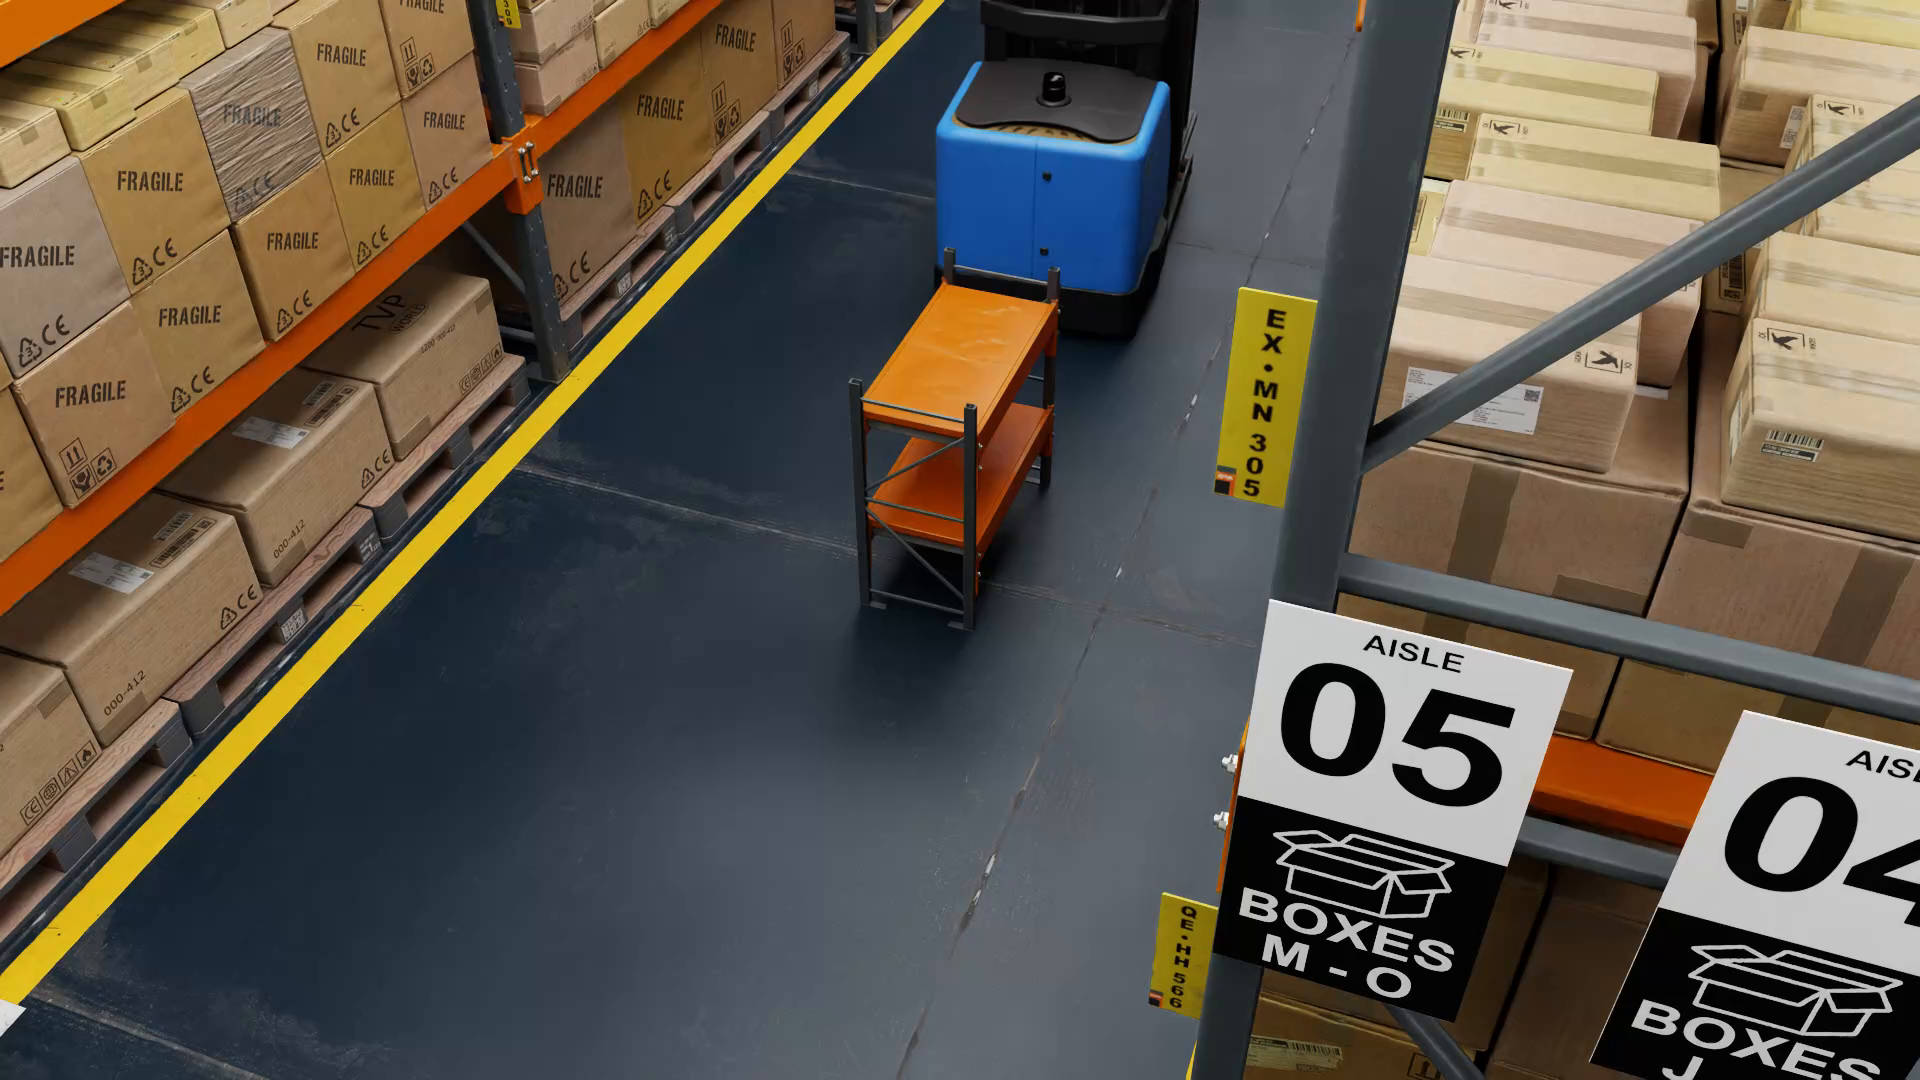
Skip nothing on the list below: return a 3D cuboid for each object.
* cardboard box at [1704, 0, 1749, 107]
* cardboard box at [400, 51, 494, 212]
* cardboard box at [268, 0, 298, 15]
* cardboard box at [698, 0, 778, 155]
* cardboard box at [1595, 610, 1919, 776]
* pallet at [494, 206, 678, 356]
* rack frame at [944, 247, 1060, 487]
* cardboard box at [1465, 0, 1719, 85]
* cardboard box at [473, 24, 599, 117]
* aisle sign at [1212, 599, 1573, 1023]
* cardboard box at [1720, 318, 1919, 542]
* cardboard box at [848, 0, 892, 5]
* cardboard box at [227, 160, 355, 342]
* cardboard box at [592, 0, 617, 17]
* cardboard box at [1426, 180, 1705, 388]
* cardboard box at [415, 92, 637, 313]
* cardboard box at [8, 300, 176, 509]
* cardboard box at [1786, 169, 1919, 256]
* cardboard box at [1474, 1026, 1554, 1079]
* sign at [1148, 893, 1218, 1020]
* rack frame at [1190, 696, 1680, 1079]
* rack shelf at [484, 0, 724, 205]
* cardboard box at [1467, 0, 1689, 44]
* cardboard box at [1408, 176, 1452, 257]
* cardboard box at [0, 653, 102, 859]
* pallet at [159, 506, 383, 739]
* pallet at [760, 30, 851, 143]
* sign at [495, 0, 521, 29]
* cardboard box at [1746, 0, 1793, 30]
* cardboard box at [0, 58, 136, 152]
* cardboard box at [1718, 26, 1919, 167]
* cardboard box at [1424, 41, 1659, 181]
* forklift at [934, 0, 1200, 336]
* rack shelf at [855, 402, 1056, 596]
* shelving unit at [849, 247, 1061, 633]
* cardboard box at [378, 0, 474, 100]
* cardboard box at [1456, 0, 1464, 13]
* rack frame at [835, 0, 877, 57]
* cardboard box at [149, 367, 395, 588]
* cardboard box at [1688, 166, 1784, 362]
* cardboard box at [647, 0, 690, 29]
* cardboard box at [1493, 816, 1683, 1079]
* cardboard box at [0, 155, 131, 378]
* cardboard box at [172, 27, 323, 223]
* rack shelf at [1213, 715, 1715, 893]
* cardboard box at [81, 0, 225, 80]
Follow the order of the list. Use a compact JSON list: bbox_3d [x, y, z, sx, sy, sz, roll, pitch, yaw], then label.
[{"bbox_3d":[1.836,-0.982,3.510,0.500,0.250,0.500,12,42,13],"label":"cardboard box"},{"bbox_3d":[-2.329,-1.740,6.902,0.500,0.500,0.500,14,42,15],"label":"cardboard box"},{"bbox_3d":[-2.573,-2.004,5.940,0.380,0.149,0.250,13,42,15],"label":"cardboard box"},{"bbox_3d":[-1.666,-2.887,9.636,0.875,0.875,0.875,14,42,16],"label":"cardboard box"},{"bbox_3d":[1.302,0.134,2.587,0.500,0.250,0.500,15,43,17],"label":"cardboard box"},{"bbox_3d":[-2.217,-1.468,8.808,1.003,0.211,1.213,13,42,15],"label":"pallet"},{"bbox_3d":[0.172,-0.734,7.243,0.500,1.125,0.032,13,42,15],"label":"rack frame"},{"bbox_3d":[1.361,-1.106,3.655,0.500,0.250,0.500,12,42,13],"label":"cardboard box"},{"bbox_3d":[-2.012,-2.195,7.627,0.500,0.250,0.500,12,42,14],"label":"cardboard box"},{"bbox_3d":[0.601,0.424,2.439,0.394,0.787,0.004,13,42,15],"label":"aisle sign"},{"bbox_3d":[1.233,-0.138,2.213,0.380,0.149,0.250,13,42,15],"label":"cardboard box"},{"bbox_3d":[-0.840,-3.984,11.310,0.950,0.372,0.625,11,42,12],"label":"cardboard box"},{"bbox_3d":[-2.658,-1.115,6.169,0.500,0.500,0.500,13,42,14],"label":"cardboard box"},{"bbox_3d":[-1.843,-2.705,7.840,0.500,0.250,0.500,14,42,16],"label":"cardboard box"},{"bbox_3d":[0.902,-0.392,2.511,0.380,0.149,0.250,14,42,16],"label":"cardboard box"},{"bbox_3d":[-2.273,-1.789,8.350,0.875,0.875,0.875,15,43,16],"label":"cardboard box"},{"bbox_3d":[-3.006,-0.490,5.436,0.500,0.500,0.500,13,42,15],"label":"cardboard box"},{"bbox_3d":[1.498,-0.439,2.566,0.380,0.149,0.250,13,42,15],"label":"cardboard box"},{"bbox_3d":[1.321,1.071,3.377,0.500,0.500,0.500,15,43,17],"label":"cardboard box"},{"bbox_3d":[0.393,0.739,2.937,0.100,0.325,0.005,13,42,15],"label":"sign"},{"bbox_3d":[0.908,1.435,3.257,1.000,3.000,0.127,13,42,15],"label":"rack frame"},{"bbox_3d":[-1.726,-2.988,8.995,1.077,0.370,4.000,13,42,15],"label":"rack shelf"},{"bbox_3d":[1.213,-1.033,3.262,0.380,0.149,0.250,14,42,16],"label":"cardboard box"},{"bbox_3d":[1.000,-0.489,2.931,0.500,0.250,0.500,12,42,14],"label":"cardboard box"},{"bbox_3d":[-3.646,0.788,5.666,0.875,0.438,0.875,12,42,14],"label":"cardboard box"},{"bbox_3d":[-3.159,0.212,6.839,1.003,0.211,1.213,13,42,15],"label":"pallet"},{"bbox_3d":[-1.383,-2.957,10.553,1.003,0.211,1.213,13,42,15],"label":"pallet"},{"bbox_3d":[-1.888,-2.279,6.882,0.100,0.325,0.005,13,42,15],"label":"sign"},{"bbox_3d":[1.792,-1.079,3.316,0.380,0.149,0.250,15,43,17],"label":"cardboard box"},{"bbox_3d":[-2.827,-1.359,5.185,0.380,0.149,0.250,12,42,14],"label":"cardboard box"},{"bbox_3d":[1.571,-0.768,2.951,0.380,0.149,0.250,14,43,16],"label":"cardboard box"},{"bbox_3d":[0.998,-0.730,2.906,0.380,0.149,0.250,14,42,16],"label":"cardboard box"},{"bbox_3d":[0.730,-3.106,8.633,1.130,2.935,3.031,9,41,11],"label":"forklift"},{"bbox_3d":[-0.002,-0.238,7.039,0.538,0.278,1.000,13,42,15],"label":"rack shelf"},{"bbox_3d":[-0.002,-0.424,6.880,0.538,1.125,1.048,13,42,15],"label":"shelving unit"},{"bbox_3d":[-2.312,-2.111,6.566,0.500,0.500,0.500,13,42,15],"label":"cardboard box"},{"bbox_3d":[1.510,-1.244,4.202,0.500,0.250,0.500,15,43,17],"label":"cardboard box"},{"bbox_3d":[-1.042,-4.482,10.192,1.000,3.000,0.127,13,42,15],"label":"rack frame"},{"bbox_3d":[-3.031,-0.322,6.966,0.875,0.438,0.875,12,42,14],"label":"cardboard box"},{"bbox_3d":[1.480,-0.368,2.790,0.500,0.250,0.500,13,42,15],"label":"cardboard box"},{"bbox_3d":[-1.646,-2.820,8.359,0.500,0.250,0.500,13,42,15],"label":"cardboard box"},{"bbox_3d":[1.311,0.688,3.056,0.500,0.500,0.500,13,42,15],"label":"cardboard box"},{"bbox_3d":[-3.007,-0.883,5.126,0.500,0.500,0.500,13,42,15],"label":"cardboard box"},{"bbox_3d":[-2.658,-1.491,5.839,0.500,0.500,0.500,14,42,16],"label":"cardboard box"},{"bbox_3d":[1.592,-0.652,3.947,1.077,0.370,4.000,13,42,15],"label":"rack shelf"},{"bbox_3d":[-2.713,-1.683,5.564,0.380,0.149,0.250,12,42,14],"label":"cardboard box"}]
